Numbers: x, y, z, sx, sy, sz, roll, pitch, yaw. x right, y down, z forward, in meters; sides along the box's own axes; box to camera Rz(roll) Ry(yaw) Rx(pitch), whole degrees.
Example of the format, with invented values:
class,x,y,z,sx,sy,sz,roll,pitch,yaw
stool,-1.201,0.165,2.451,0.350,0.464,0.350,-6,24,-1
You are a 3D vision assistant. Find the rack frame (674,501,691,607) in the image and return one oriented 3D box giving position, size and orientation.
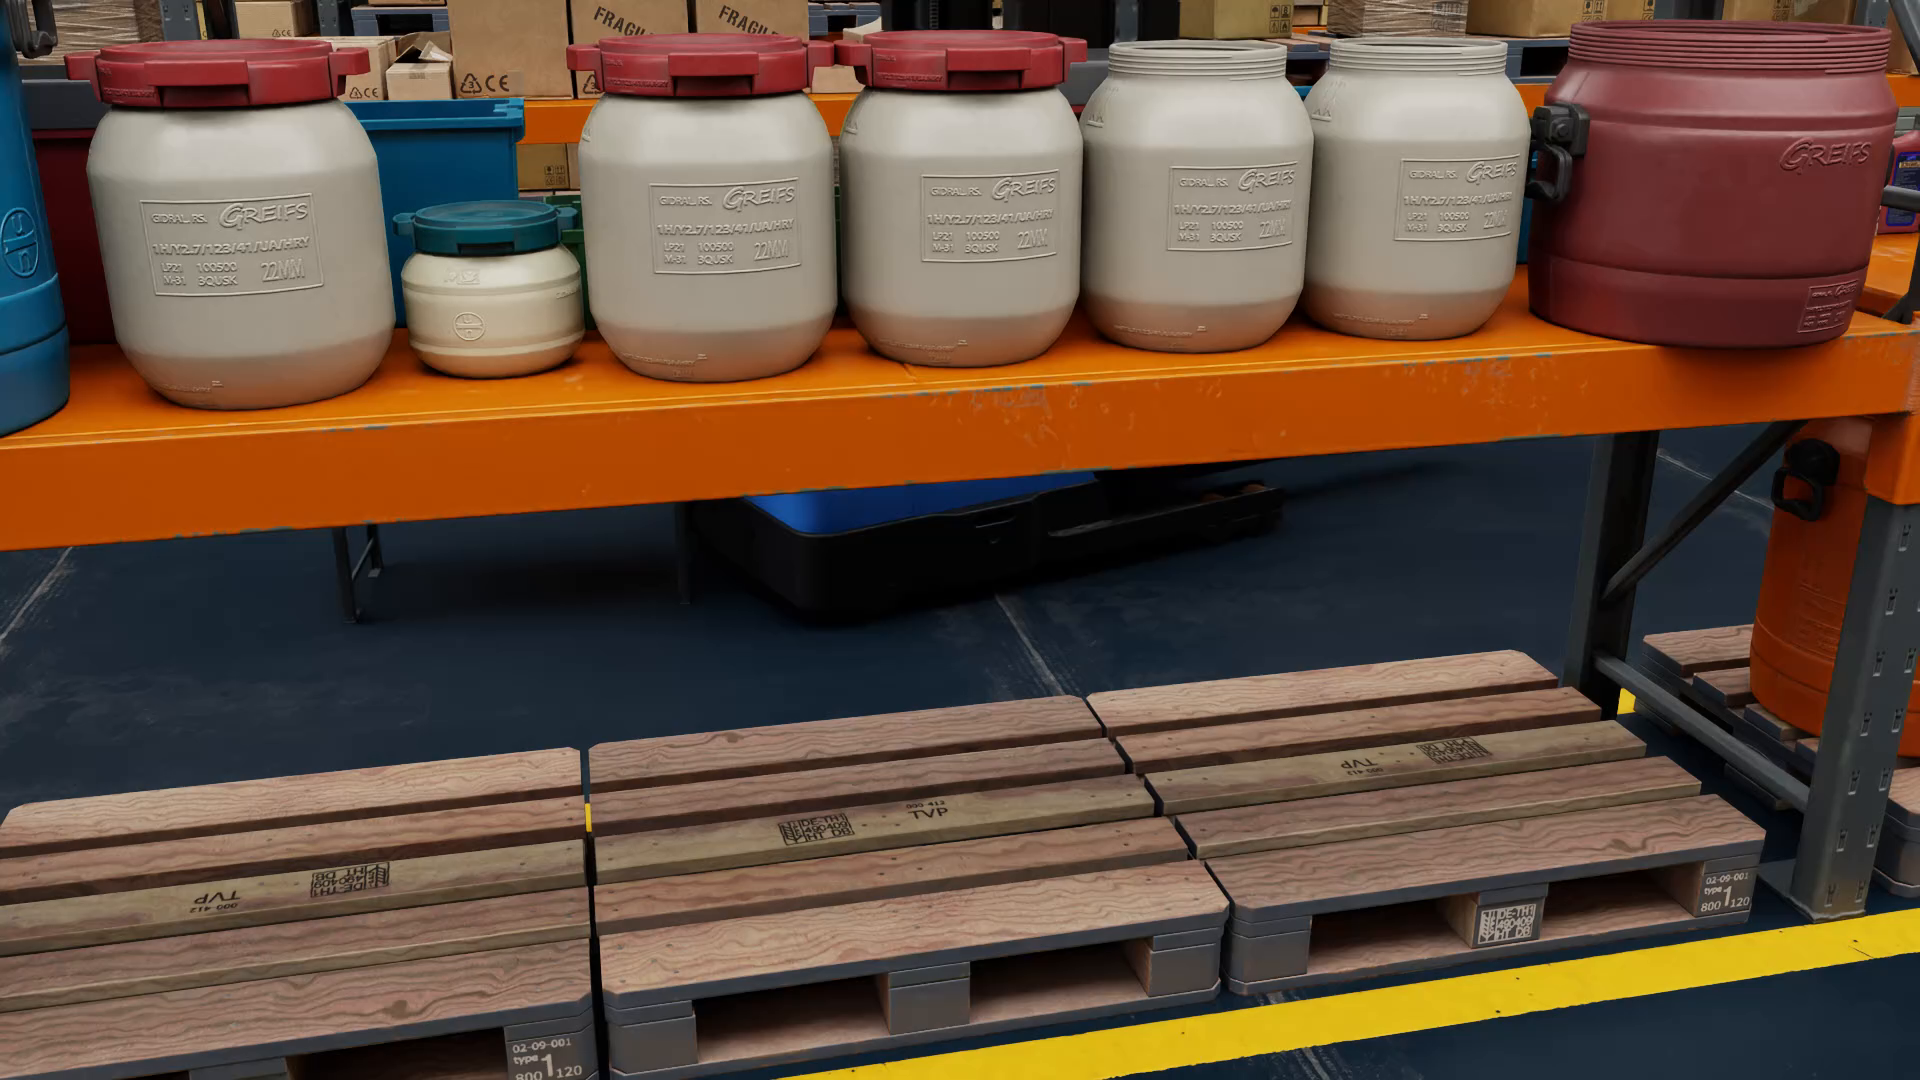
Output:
class,x,y,z,sx,sy,sz,roll,pitch,yaw
rack frame,-0.903,-0.580,5.217,0.032,1.500,0.500,-3,20,-8

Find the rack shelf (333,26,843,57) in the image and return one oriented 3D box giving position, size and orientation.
class,x,y,z,sx,sy,sz,roll,pitch,yaw
rack shelf,-2.449,-3.576,12.263,4.000,0.370,1.077,-5,21,-12

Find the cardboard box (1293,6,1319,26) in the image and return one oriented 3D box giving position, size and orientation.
class,x,y,z,sx,sy,sz,roll,pitch,yaw
cardboard box,2.624,-4.126,13.052,0.250,0.149,0.380,-4,20,-11

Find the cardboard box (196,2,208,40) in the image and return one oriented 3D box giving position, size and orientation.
class,x,y,z,sx,sy,sz,roll,pitch,yaw
cardboard box,-5.273,-3.519,11.250,0.500,0.250,0.500,-5,21,-12

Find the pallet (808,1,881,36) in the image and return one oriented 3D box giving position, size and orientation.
class,x,y,z,sx,sy,sz,roll,pitch,yaw
pallet,-1.172,-3.890,12.353,1.003,0.211,1.213,-5,21,-12

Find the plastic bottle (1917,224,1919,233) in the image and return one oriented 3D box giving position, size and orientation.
class,x,y,z,sx,sy,sz,roll,pitch,yaw
plastic bottle,2.413,-0.859,4.088,0.097,0.201,0.097,0,20,0

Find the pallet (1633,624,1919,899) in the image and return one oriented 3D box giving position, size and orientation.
class,x,y,z,sx,sy,sz,roll,pitch,yaw
pallet,2.535,0.477,4.206,1.213,0.211,1.003,-5,21,-12

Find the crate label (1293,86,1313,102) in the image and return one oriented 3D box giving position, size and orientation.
class,x,y,z,sx,sy,sz,roll,pitch,yaw
crate label,0.748,-0.785,3.544,0.616,0.435,0.502,-5,21,-12

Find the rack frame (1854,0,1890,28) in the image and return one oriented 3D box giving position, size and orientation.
class,x,y,z,sx,sy,sz,roll,pitch,yaw
rack frame,4.533,-2.731,8.909,0.127,3.000,1.000,-5,21,-12

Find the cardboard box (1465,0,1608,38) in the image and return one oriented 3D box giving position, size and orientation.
class,x,y,z,sx,sy,sz,roll,pitch,yaw
cardboard box,2.828,-2.815,8.382,0.500,0.500,0.700,-10,23,-26

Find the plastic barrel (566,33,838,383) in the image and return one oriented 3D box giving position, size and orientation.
class,x,y,z,sx,sy,sz,roll,pitch,yaw
plastic barrel,-0.420,-0.564,2.795,0.433,0.535,0.433,0,20,0

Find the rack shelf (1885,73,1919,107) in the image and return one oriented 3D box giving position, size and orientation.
class,x,y,z,sx,sy,sz,roll,pitch,yaw
rack shelf,6.480,-2.552,9.465,4.000,0.370,1.077,-5,21,-12

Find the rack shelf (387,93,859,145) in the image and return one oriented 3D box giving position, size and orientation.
class,x,y,z,sx,sy,sz,roll,pitch,yaw
rack shelf,-1.306,-1.918,7.737,4.000,0.370,1.077,-5,21,-12

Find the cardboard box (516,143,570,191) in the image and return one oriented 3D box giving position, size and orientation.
class,x,y,z,sx,sy,sz,roll,pitch,yaw
cardboard box,-3.192,-2.910,12.393,0.500,0.500,0.700,-5,21,-14

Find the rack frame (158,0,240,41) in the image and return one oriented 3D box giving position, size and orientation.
class,x,y,z,sx,sy,sz,roll,pitch,yaw
rack frame,-3.252,-2.098,7.181,0.127,3.000,1.000,-5,21,-12

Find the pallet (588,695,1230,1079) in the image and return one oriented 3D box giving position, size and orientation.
class,x,y,z,sx,sy,sz,roll,pitch,yaw
pallet,-0.171,0.697,3.605,1.213,0.211,1.003,-5,21,-12

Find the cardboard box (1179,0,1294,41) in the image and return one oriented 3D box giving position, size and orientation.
class,x,y,z,sx,sy,sz,roll,pitch,yaw
cardboard box,1.228,-2.746,8.195,0.500,0.500,0.700,-12,24,-31

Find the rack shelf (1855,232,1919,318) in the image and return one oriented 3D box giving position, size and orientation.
class,x,y,z,sx,sy,sz,roll,pitch,yaw
rack shelf,3.723,-0.577,4.074,4.000,0.370,1.077,-5,21,-12

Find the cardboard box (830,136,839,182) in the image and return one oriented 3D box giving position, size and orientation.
class,x,y,z,sx,sy,sz,roll,pitch,yaw
cardboard box,-1.191,-3.031,12.722,0.500,0.500,0.700,-4,21,-12

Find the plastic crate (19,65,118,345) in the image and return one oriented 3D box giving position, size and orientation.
class,x,y,z,sx,sy,sz,roll,pitch,yaw
plastic crate,-1.715,-0.610,3.027,0.583,0.464,0.402,-5,21,-12

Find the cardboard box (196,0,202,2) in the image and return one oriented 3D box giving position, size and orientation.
class,x,y,z,sx,sy,sz,roll,pitch,yaw
cardboard box,-5.269,-3.865,11.102,0.500,0.500,0.500,-5,21,-13

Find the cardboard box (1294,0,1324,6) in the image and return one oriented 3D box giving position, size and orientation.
class,x,y,z,sx,sy,sz,roll,pitch,yaw
cardboard box,2.504,-4.420,12.914,0.500,0.500,0.500,-4,21,-12

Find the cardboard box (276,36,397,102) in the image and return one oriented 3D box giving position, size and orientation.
class,x,y,z,sx,sy,sz,roll,pitch,yaw
cardboard box,-2.783,-2.081,7.353,0.500,0.250,0.500,-3,20,-9

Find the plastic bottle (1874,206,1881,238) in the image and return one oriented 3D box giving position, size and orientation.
class,x,y,z,sx,sy,sz,roll,pitch,yaw
plastic bottle,2.189,-0.841,4.038,0.097,0.201,0.097,0,20,0

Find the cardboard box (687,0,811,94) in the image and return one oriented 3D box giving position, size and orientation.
class,x,y,z,sx,sy,sz,roll,pitch,yaw
cardboard box,-0.988,-2.323,7.651,0.500,0.500,0.500,-6,21,-15

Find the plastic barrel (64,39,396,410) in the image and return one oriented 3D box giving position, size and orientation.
class,x,y,z,sx,sy,sz,roll,pitch,yaw
plastic barrel,-1.134,-0.506,2.637,0.433,0.535,0.433,0,20,0

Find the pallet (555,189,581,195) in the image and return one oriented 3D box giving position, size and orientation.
class,x,y,z,sx,sy,sz,roll,pitch,yaw
pallet,-2.449,-2.606,12.623,1.213,0.211,1.003,-5,21,-12

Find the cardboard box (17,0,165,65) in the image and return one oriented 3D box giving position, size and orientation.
class,x,y,z,sx,sy,sz,roll,pitch,yaw
cardboard box,-3.682,-2.108,7.062,0.500,0.500,0.700,-5,21,-14

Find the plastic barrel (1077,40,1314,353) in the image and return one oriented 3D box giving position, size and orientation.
class,x,y,z,sx,sy,sz,roll,pitch,yaw
plastic barrel,0.415,-0.622,2.990,0.421,0.512,0.421,0,20,0

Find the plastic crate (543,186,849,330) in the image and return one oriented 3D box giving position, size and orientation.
class,x,y,z,sx,sy,sz,roll,pitch,yaw
plastic crate,-0.486,-0.572,3.324,0.662,0.188,0.450,-5,21,-12

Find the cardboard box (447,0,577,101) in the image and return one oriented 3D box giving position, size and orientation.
class,x,y,z,sx,sy,sz,roll,pitch,yaw
cardboard box,-1.988,-2.242,7.429,0.500,0.500,0.500,-3,20,-9

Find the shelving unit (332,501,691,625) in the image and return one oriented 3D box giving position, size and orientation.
class,x,y,z,sx,sy,sz,roll,pitch,yaw
shelving unit,-1.406,-0.554,5.147,1.048,1.500,0.538,-3,20,-8

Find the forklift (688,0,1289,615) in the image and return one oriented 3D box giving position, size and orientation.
class,x,y,z,sx,sy,sz,roll,pitch,yaw
forklift,0.549,-1.512,5.680,3.031,2.935,1.130,-12,23,-30

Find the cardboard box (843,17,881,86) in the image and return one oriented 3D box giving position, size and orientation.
class,x,y,z,sx,sy,sz,roll,pitch,yaw
cardboard box,-0.274,-2.367,8.044,0.500,0.311,0.500,-5,21,-13

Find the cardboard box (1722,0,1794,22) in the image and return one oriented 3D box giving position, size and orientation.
class,x,y,z,sx,sy,sz,roll,pitch,yaw
cardboard box,4.021,-3.013,8.922,0.500,0.500,0.700,-13,24,-31

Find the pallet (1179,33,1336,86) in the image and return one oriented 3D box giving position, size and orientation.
class,x,y,z,sx,sy,sz,roll,pitch,yaw
pallet,1.284,-2.402,8.289,1.003,0.211,1.213,-5,21,-12

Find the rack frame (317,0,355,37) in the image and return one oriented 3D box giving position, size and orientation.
class,x,y,z,sx,sy,sz,roll,pitch,yaw
rack frame,-4.395,-3.756,11.707,0.127,3.000,1.000,-5,21,-12

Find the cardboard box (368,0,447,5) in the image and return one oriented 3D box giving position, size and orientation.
class,x,y,z,sx,sy,sz,roll,pitch,yaw
cardboard box,-3.892,-4.038,11.693,0.500,0.500,0.700,-5,21,-12

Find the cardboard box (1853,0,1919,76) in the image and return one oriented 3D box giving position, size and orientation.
class,x,y,z,sx,sy,sz,roll,pitch,yaw
cardboard box,5.092,-2.727,8.753,0.500,0.500,0.500,-4,21,-11

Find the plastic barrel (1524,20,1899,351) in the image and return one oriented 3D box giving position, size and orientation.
class,x,y,z,sx,sy,sz,roll,pitch,yaw
plastic barrel,1.395,-0.682,3.118,0.708,0.536,0.600,-5,21,-12

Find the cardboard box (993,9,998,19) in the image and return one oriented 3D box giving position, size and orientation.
class,x,y,z,sx,sy,sz,roll,pitch,yaw
cardboard box,0.118,-3.929,12.517,0.250,0.149,0.380,-4,21,-12

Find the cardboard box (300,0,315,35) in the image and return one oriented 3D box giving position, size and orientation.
class,x,y,z,sx,sy,sz,roll,pitch,yaw
cardboard box,-4.902,-3.729,11.823,0.500,0.250,0.500,-4,21,-12
